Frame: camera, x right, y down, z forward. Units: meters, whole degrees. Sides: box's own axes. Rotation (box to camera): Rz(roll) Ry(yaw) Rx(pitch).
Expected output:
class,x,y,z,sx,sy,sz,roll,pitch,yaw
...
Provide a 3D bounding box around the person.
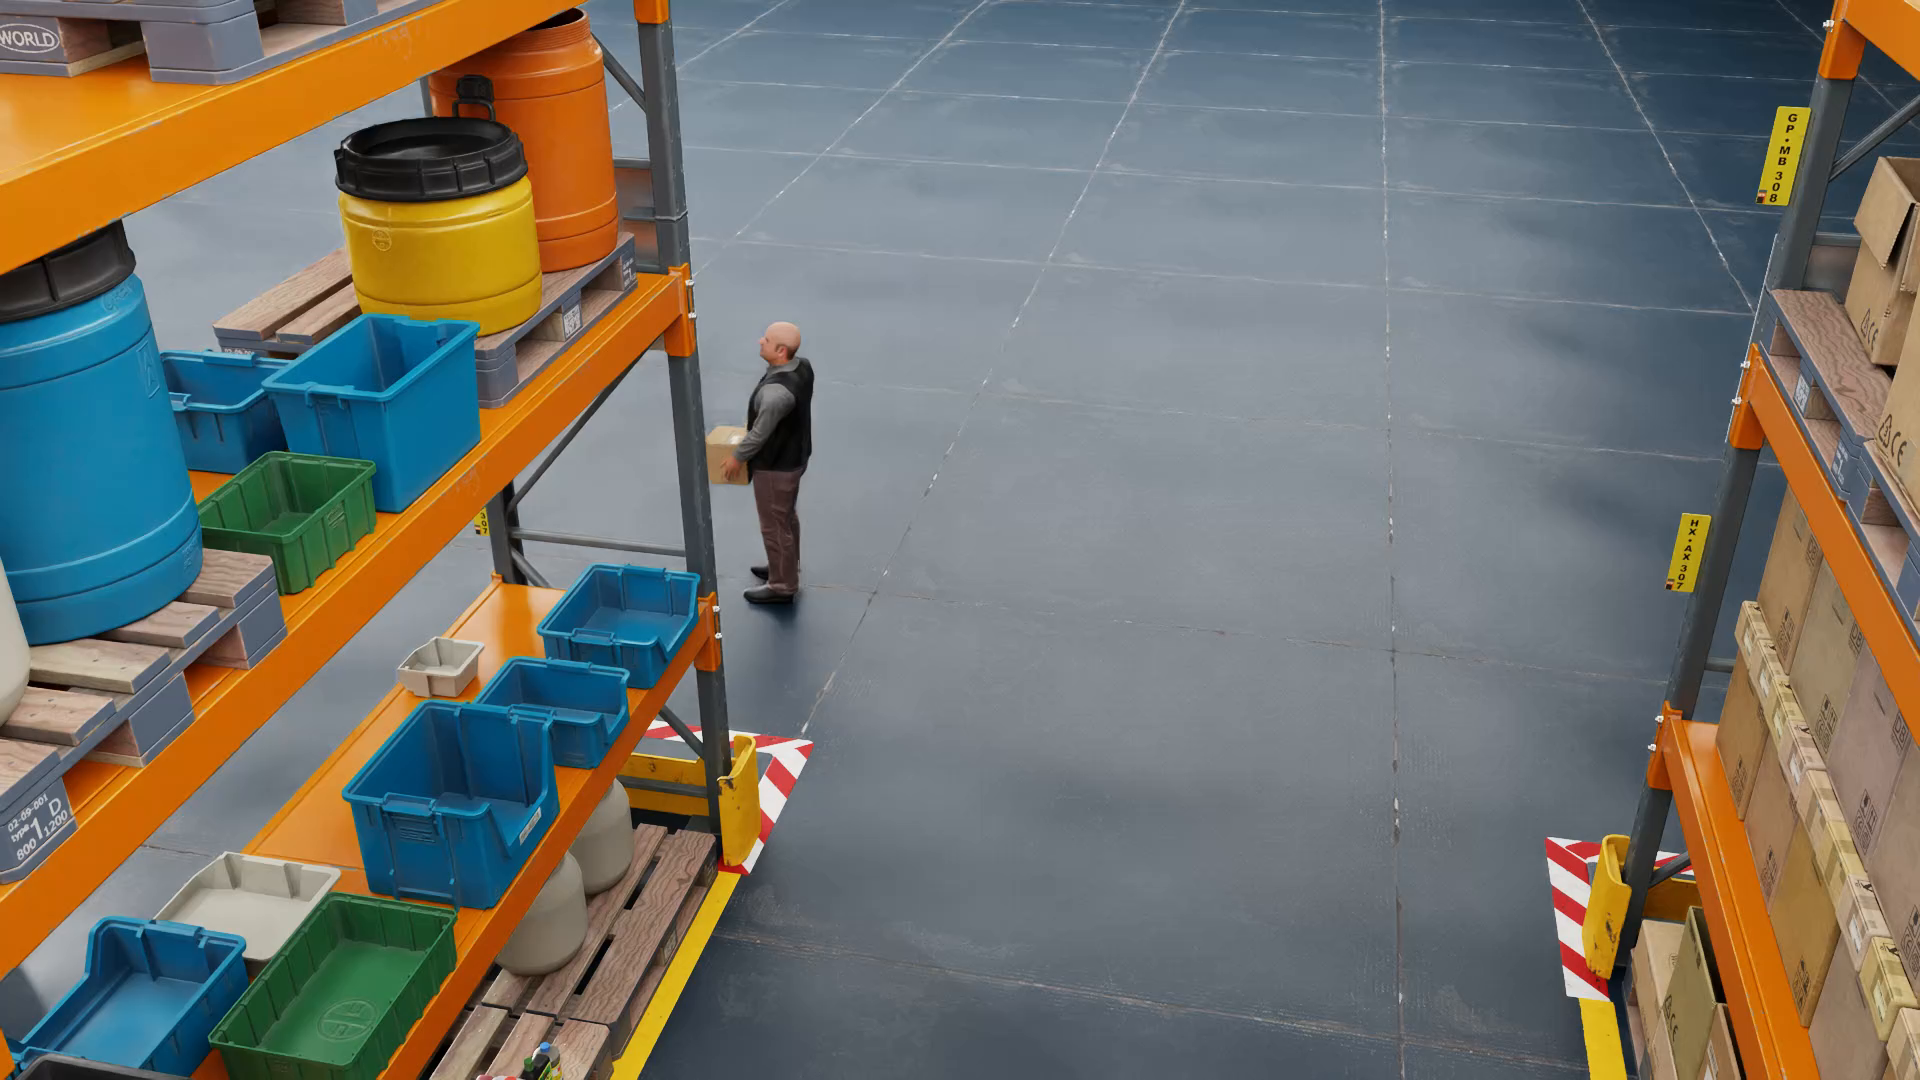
class,x,y,z,sx,sy,sz,roll,pitch,yaw
person,-1.079,-0.442,9.452,0.504,1.726,0.544,5,29,9
